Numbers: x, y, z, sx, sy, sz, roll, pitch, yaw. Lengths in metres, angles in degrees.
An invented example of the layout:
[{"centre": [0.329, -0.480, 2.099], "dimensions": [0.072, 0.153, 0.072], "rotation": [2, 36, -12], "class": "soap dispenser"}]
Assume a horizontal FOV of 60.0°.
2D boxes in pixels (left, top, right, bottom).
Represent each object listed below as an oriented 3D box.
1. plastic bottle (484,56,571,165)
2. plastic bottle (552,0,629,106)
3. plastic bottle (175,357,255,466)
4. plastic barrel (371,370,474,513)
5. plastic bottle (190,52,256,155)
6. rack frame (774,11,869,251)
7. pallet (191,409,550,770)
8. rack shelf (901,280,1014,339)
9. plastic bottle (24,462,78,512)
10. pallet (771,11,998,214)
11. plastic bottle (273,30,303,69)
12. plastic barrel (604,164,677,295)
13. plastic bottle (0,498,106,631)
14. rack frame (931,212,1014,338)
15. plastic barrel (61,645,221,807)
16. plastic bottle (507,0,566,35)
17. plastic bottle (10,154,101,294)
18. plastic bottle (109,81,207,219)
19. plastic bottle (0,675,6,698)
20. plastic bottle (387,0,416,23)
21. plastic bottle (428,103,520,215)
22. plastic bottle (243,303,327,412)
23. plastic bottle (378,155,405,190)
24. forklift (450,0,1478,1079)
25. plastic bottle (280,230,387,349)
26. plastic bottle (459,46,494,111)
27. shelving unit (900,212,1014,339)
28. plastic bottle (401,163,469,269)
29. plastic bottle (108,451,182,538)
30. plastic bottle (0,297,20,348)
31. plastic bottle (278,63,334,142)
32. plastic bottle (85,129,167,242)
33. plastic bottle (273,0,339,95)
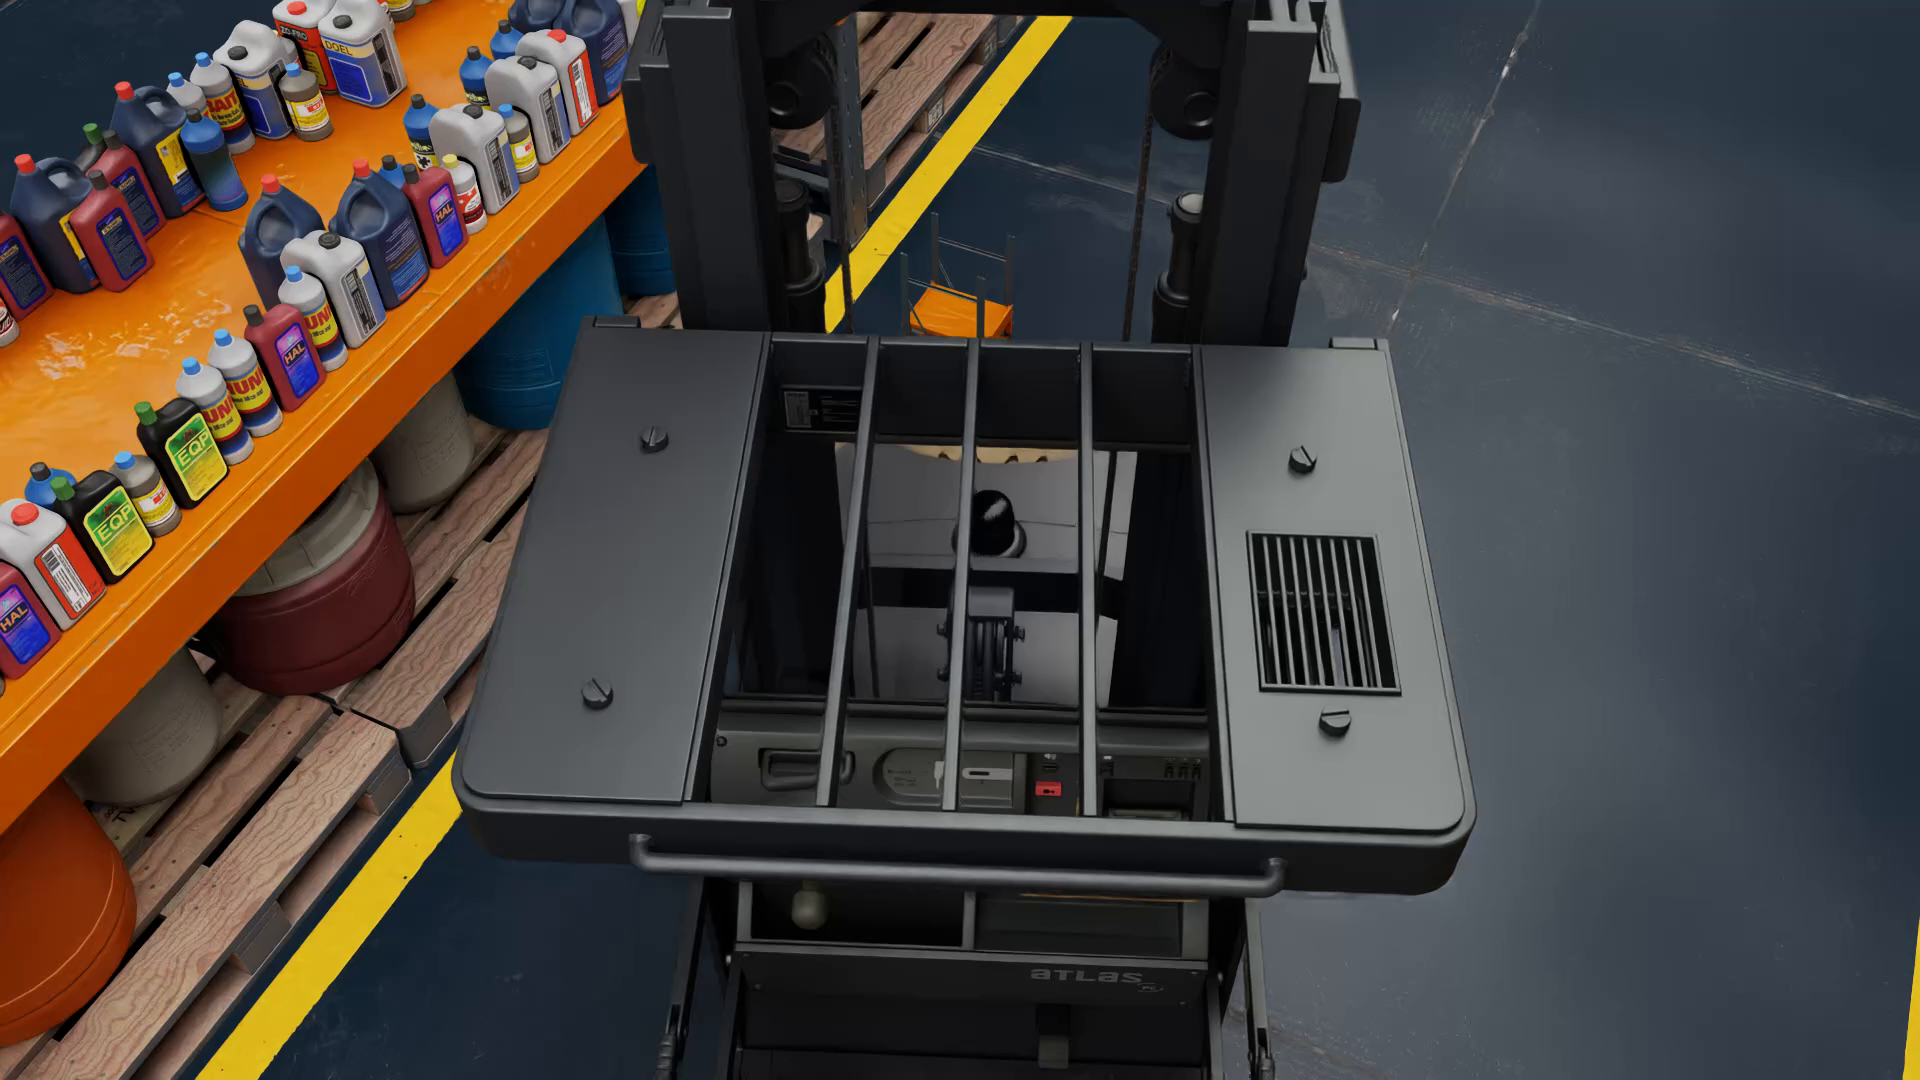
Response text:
[{"centre": [-1.126, -1.142, 4.334], "dimensions": [0.152, 0.276, 0.135], "rotation": [20, 52, 16], "class": "plastic bottle"}, {"centre": [-0.997, -1.368, 4.477], "dimensions": [0.144, 0.351, 0.185], "rotation": [20, 52, 16], "class": "plastic bottle"}, {"centre": [-1.626, -0.288, 3.610], "dimensions": [0.097, 0.271, 0.097], "rotation": [0, 50, 0], "class": "plastic bottle"}, {"centre": [-1.694, -0.364, 4.948], "dimensions": [0.421, 0.512, 0.421], "rotation": [0, 50, 0], "class": "plastic barrel"}, {"centre": [-1.932, -1.146, 4.340], "dimensions": [0.097, 0.271, 0.097], "rotation": [0, 50, 0], "class": "plastic bottle"}, {"centre": [-0.821, -2.251, 5.195], "dimensions": [1.000, 3.000, 0.127], "rotation": [20, 52, 16], "class": "rack frame"}, {"centre": [-1.709, 0.014, 5.099], "dimensions": [1.003, 0.211, 1.213], "rotation": [20, 52, 16], "class": "pallet"}, {"centre": [-0.006, -0.583, 4.544], "dimensions": [0.258, 0.103, 0.180], "rotation": [20, 52, 16], "class": "rack shelf"}, {"centre": [-1.836, -0.057, 3.413], "dimensions": [0.097, 0.271, 0.097], "rotation": [0, 50, 0], "class": "plastic bottle"}, {"centre": [-0.542, -1.866, 6.699], "dimensions": [1.003, 0.211, 1.213], "rotation": [20, 52, 16], "class": "pallet"}, {"centre": [-1.833, -1.283, 4.502], "dimensions": [0.097, 0.201, 0.097], "rotation": [0, 50, 0], "class": "plastic bottle"}, {"centre": [-1.069, -1.338, 5.521], "dimensions": [0.600, 0.901, 0.708], "rotation": [20, 52, 16], "class": "plastic barrel"}, {"centre": [-1.855, 0.033, 3.334], "dimensions": [0.152, 0.276, 0.135], "rotation": [20, 52, 16], "class": "plastic bottle"}, {"centre": [0.033, -0.442, 4.838], "dimensions": [0.240, 1.200, 0.006], "rotation": [20, 52, 16], "class": "rack frame"}, {"centre": [-2.176, 0.414, 4.286], "dimensions": [0.421, 0.512, 0.421], "rotation": [0, 50, 0], "class": "plastic barrel"}, {"centre": [-1.127, -1.415, 4.517], "dimensions": [0.144, 0.351, 0.185], "rotation": [20, 52, 16], "class": "plastic bottle"}, {"centre": [-2.149, -0.781, 3.977], "dimensions": [0.144, 0.351, 0.185], "rotation": [20, 52, 16], "class": "plastic bottle"}, {"centre": [-2.013, -1.000, 4.164], "dimensions": [0.144, 0.351, 0.185], "rotation": [20, 52, 16], "class": "plastic bottle"}, {"centre": [-1.937, 0.237, 3.209], "dimensions": [0.097, 0.201, 0.097], "rotation": [0, 50, 0], "class": "plastic bottle"}, {"centre": [-1.636, -1.601, 4.774], "dimensions": [0.097, 0.201, 0.097], "rotation": [0, 50, 0], "class": "plastic bottle"}, {"centre": [-1.226, -0.983, 4.198], "dimensions": [0.152, 0.276, 0.135], "rotation": [20, 52, 16], "class": "plastic bottle"}, {"centre": [-1.518, -0.432, 3.725], "dimensions": [0.061, 0.283, 0.133], "rotation": [20, 52, 16], "class": "plastic bottle"}, {"centre": [-1.362, -0.820, 4.063], "dimensions": [0.097, 0.271, 0.097], "rotation": [0, 50, 0], "class": "plastic bottle"}, {"centre": [0.018, 0.612, 2.805], "dimensions": [1.130, 2.935, 3.031], "rotation": [2, 50, 2], "class": "forklift"}, {"centre": [-1.461, -0.604, 3.876], "dimensions": [0.152, 0.276, 0.135], "rotation": [20, 52, 16], "class": "plastic bottle"}, {"centre": [-1.247, -1.169, 4.359], "dimensions": [0.097, 0.271, 0.097], "rotation": [0, 50, 0], "class": "plastic bottle"}, {"centre": [-0.006, -0.379, 4.785], "dimensions": [0.258, 1.200, 0.189], "rotation": [20, 52, 16], "class": "shelving unit"}, {"centre": [-1.283, -0.811, 4.047], "dimensions": [0.061, 0.283, 0.133], "rotation": [20, 52, 16], "class": "plastic bottle"}, {"centre": [-1.724, -0.106, 3.501], "dimensions": [0.097, 0.201, 0.097], "rotation": [0, 50, 0], "class": "plastic bottle"}, {"centre": [-2.288, -0.551, 3.880], "dimensions": [0.097, 0.201, 0.097], "rotation": [0, 50, 0], "class": "plastic bottle"}, {"centre": [-1.737, -1.166, 4.403], "dimensions": [0.097, 0.201, 0.097], "rotation": [0, 50, 0], "class": "plastic bottle"}, {"centre": [-2.064, -0.862, 4.091], "dimensions": [0.061, 0.283, 0.133], "rotation": [20, 52, 16], "class": "plastic bottle"}, {"centre": [-1.759, -1.378, 4.534], "dimensions": [0.152, 0.276, 0.135], "rotation": [20, 52, 16], "class": "plastic bottle"}]
